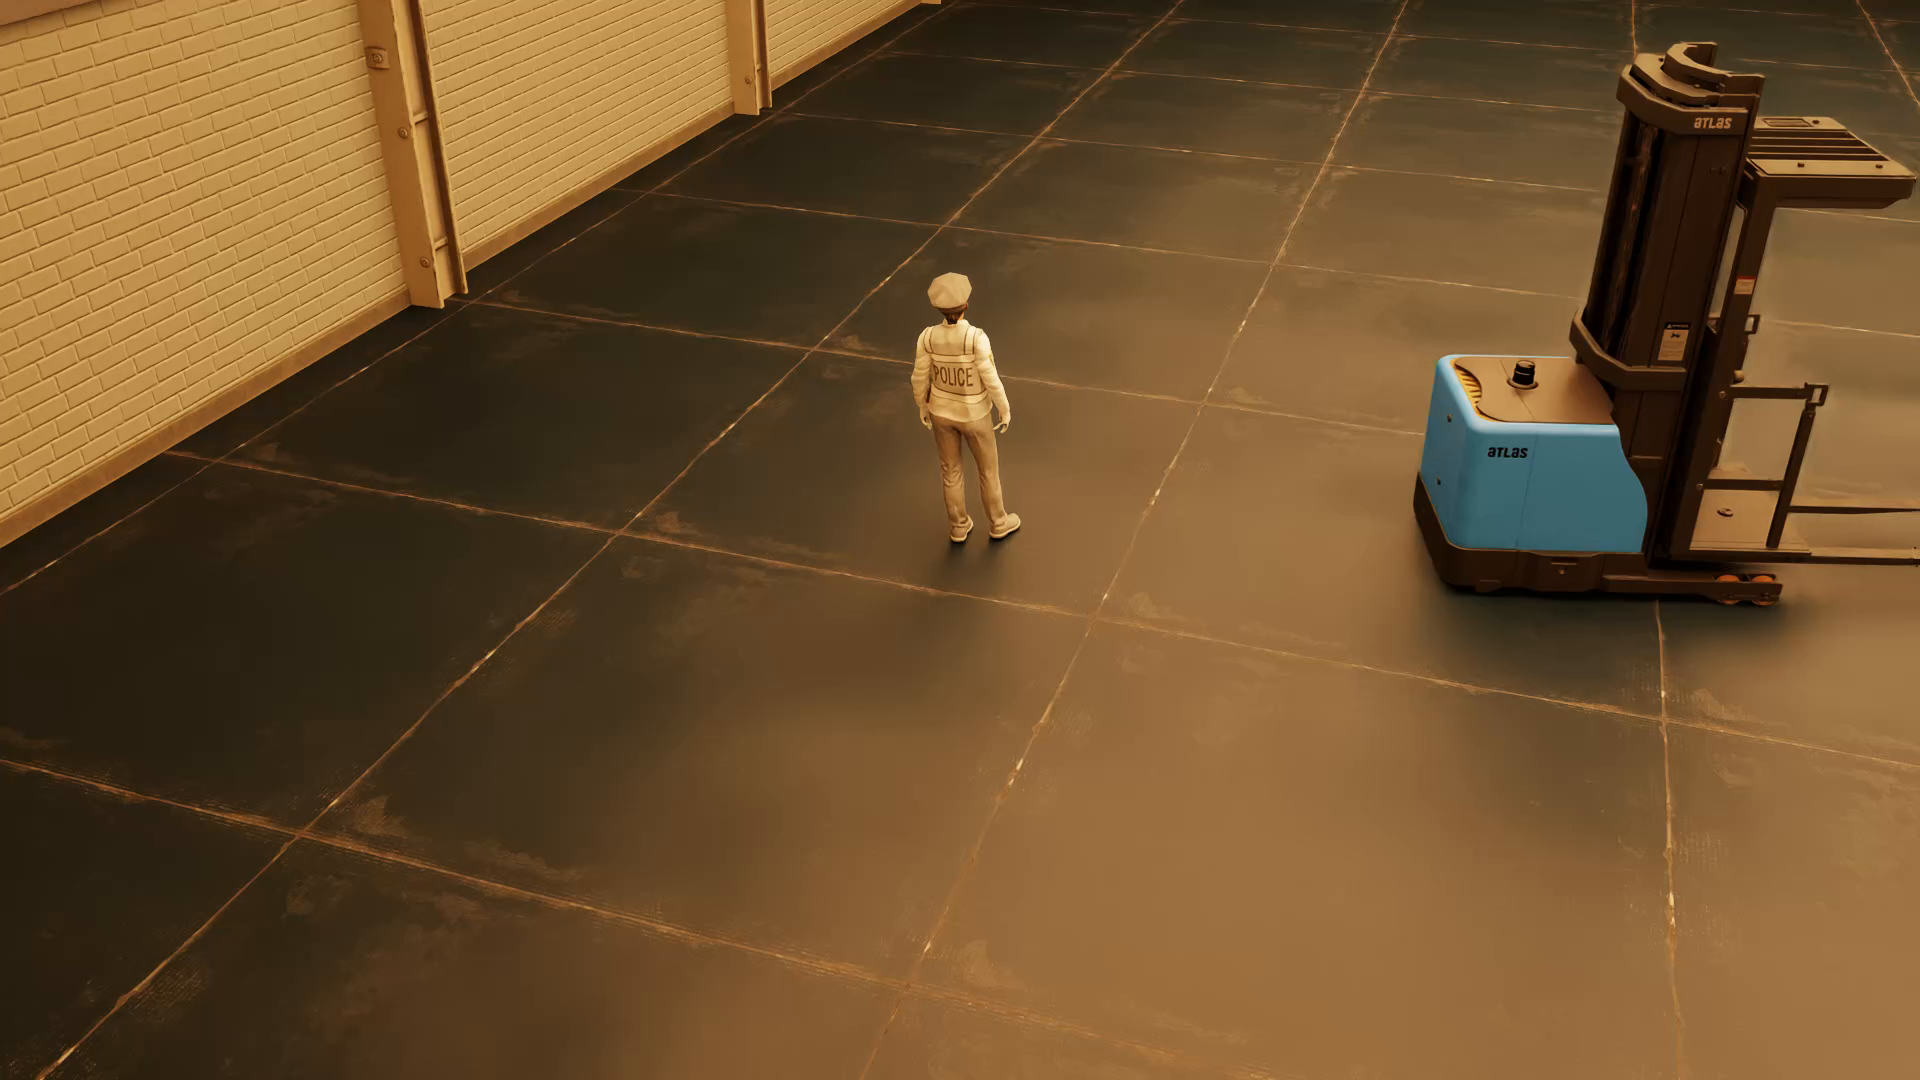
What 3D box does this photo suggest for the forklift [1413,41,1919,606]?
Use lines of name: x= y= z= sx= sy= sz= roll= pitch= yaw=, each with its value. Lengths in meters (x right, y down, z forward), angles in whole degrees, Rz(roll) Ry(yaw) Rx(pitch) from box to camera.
forklift: x=4.301 y=-1.173 z=9.195 sx=3.031 sy=2.935 sz=1.130 roll=1 pitch=30 yaw=3

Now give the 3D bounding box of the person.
person: x=0.029 y=-0.774 z=9.728 sx=0.586 sy=1.694 sz=0.530 roll=10 pitch=31 yaw=16
